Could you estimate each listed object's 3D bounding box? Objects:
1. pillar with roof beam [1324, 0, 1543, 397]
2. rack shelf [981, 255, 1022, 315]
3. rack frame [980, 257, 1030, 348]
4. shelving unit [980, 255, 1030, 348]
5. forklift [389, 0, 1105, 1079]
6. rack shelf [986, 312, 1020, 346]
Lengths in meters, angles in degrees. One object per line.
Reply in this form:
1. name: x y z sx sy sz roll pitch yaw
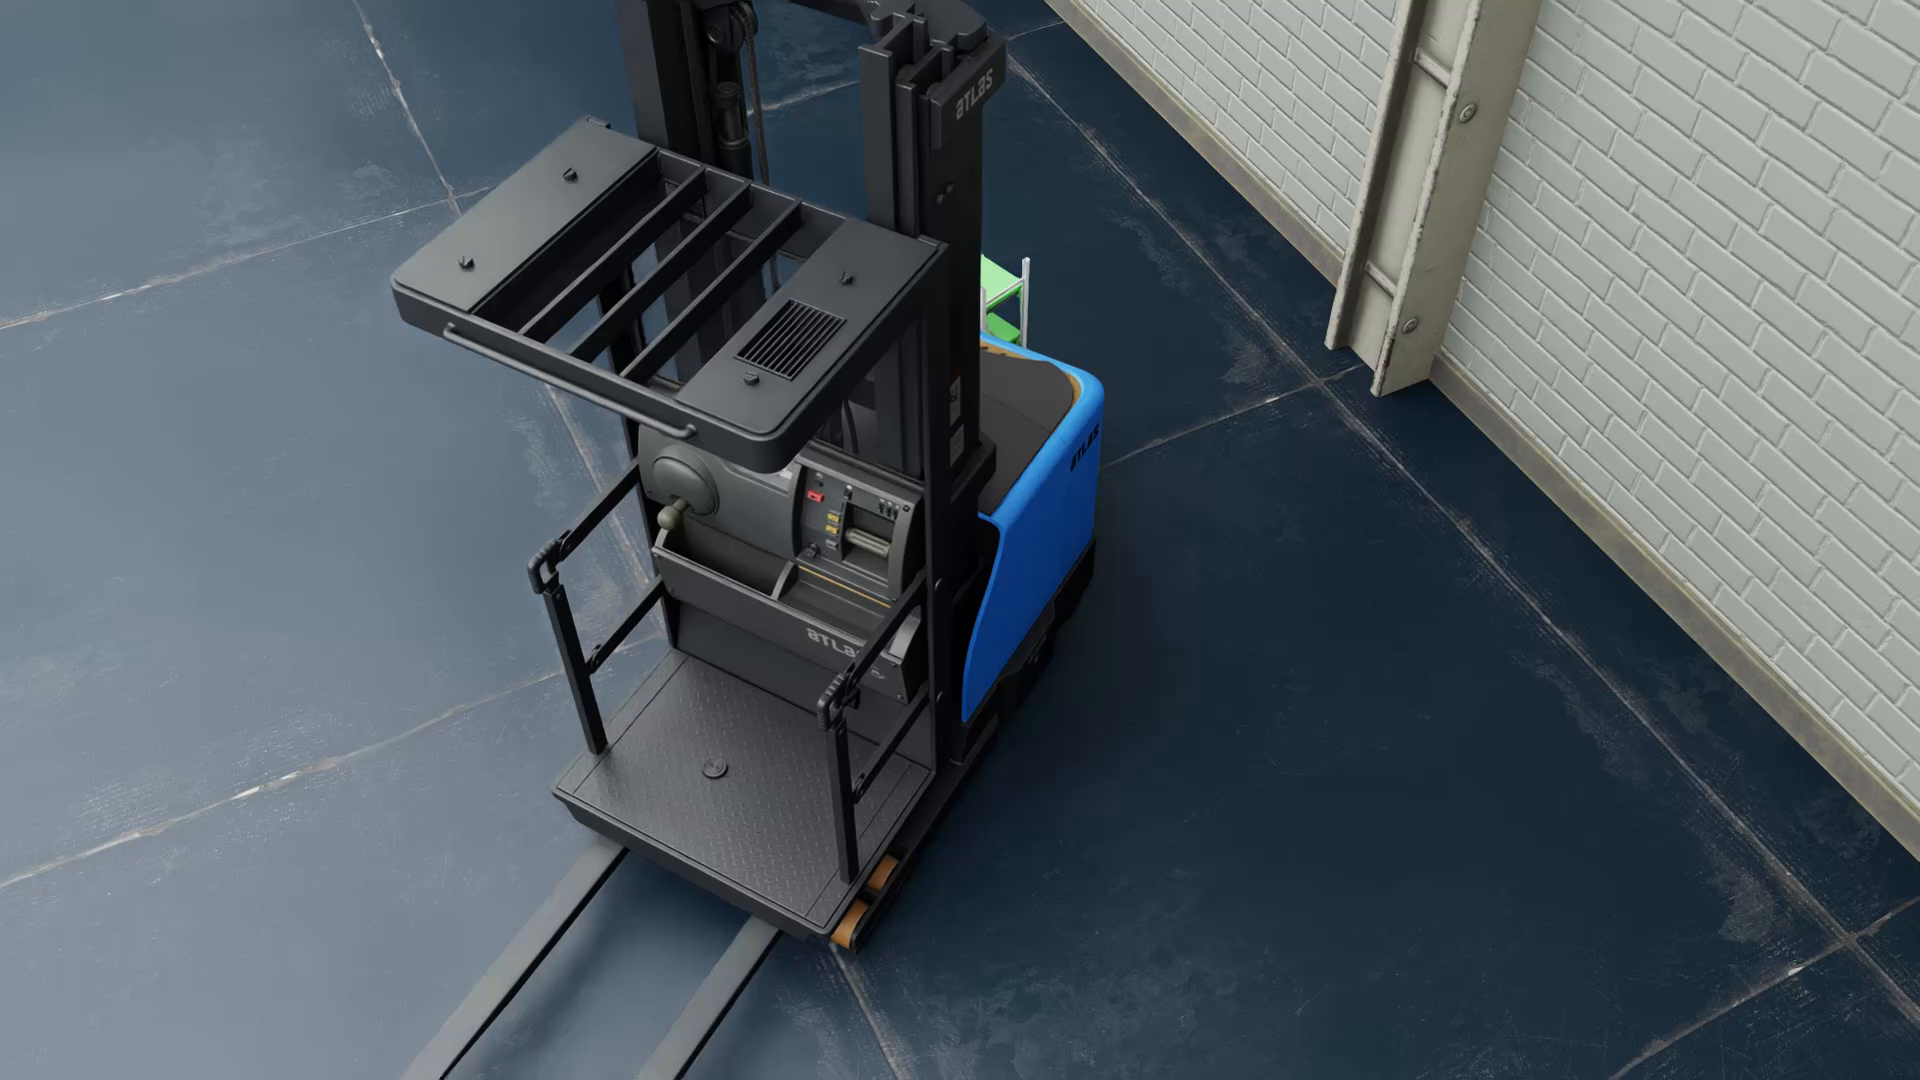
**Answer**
1. pillar with roof beam: -1.980 -2.279 2.658 9.100 9.000 0.400 -21 52 -18
2. rack shelf: -0.013 -0.951 6.124 0.258 0.148 0.480 -36 58 -27
3. rack frame: 0.157 -0.546 6.323 0.240 1.200 0.015 -36 58 -27
4. shelving unit: -0.013 -0.677 6.438 0.258 1.200 0.503 -36 58 -27
5. forklift: -0.648 -0.026 4.718 1.130 2.935 3.031 23 53 19
6. rack shelf: -0.013 -0.793 6.305 0.258 0.148 0.480 -36 58 -27
